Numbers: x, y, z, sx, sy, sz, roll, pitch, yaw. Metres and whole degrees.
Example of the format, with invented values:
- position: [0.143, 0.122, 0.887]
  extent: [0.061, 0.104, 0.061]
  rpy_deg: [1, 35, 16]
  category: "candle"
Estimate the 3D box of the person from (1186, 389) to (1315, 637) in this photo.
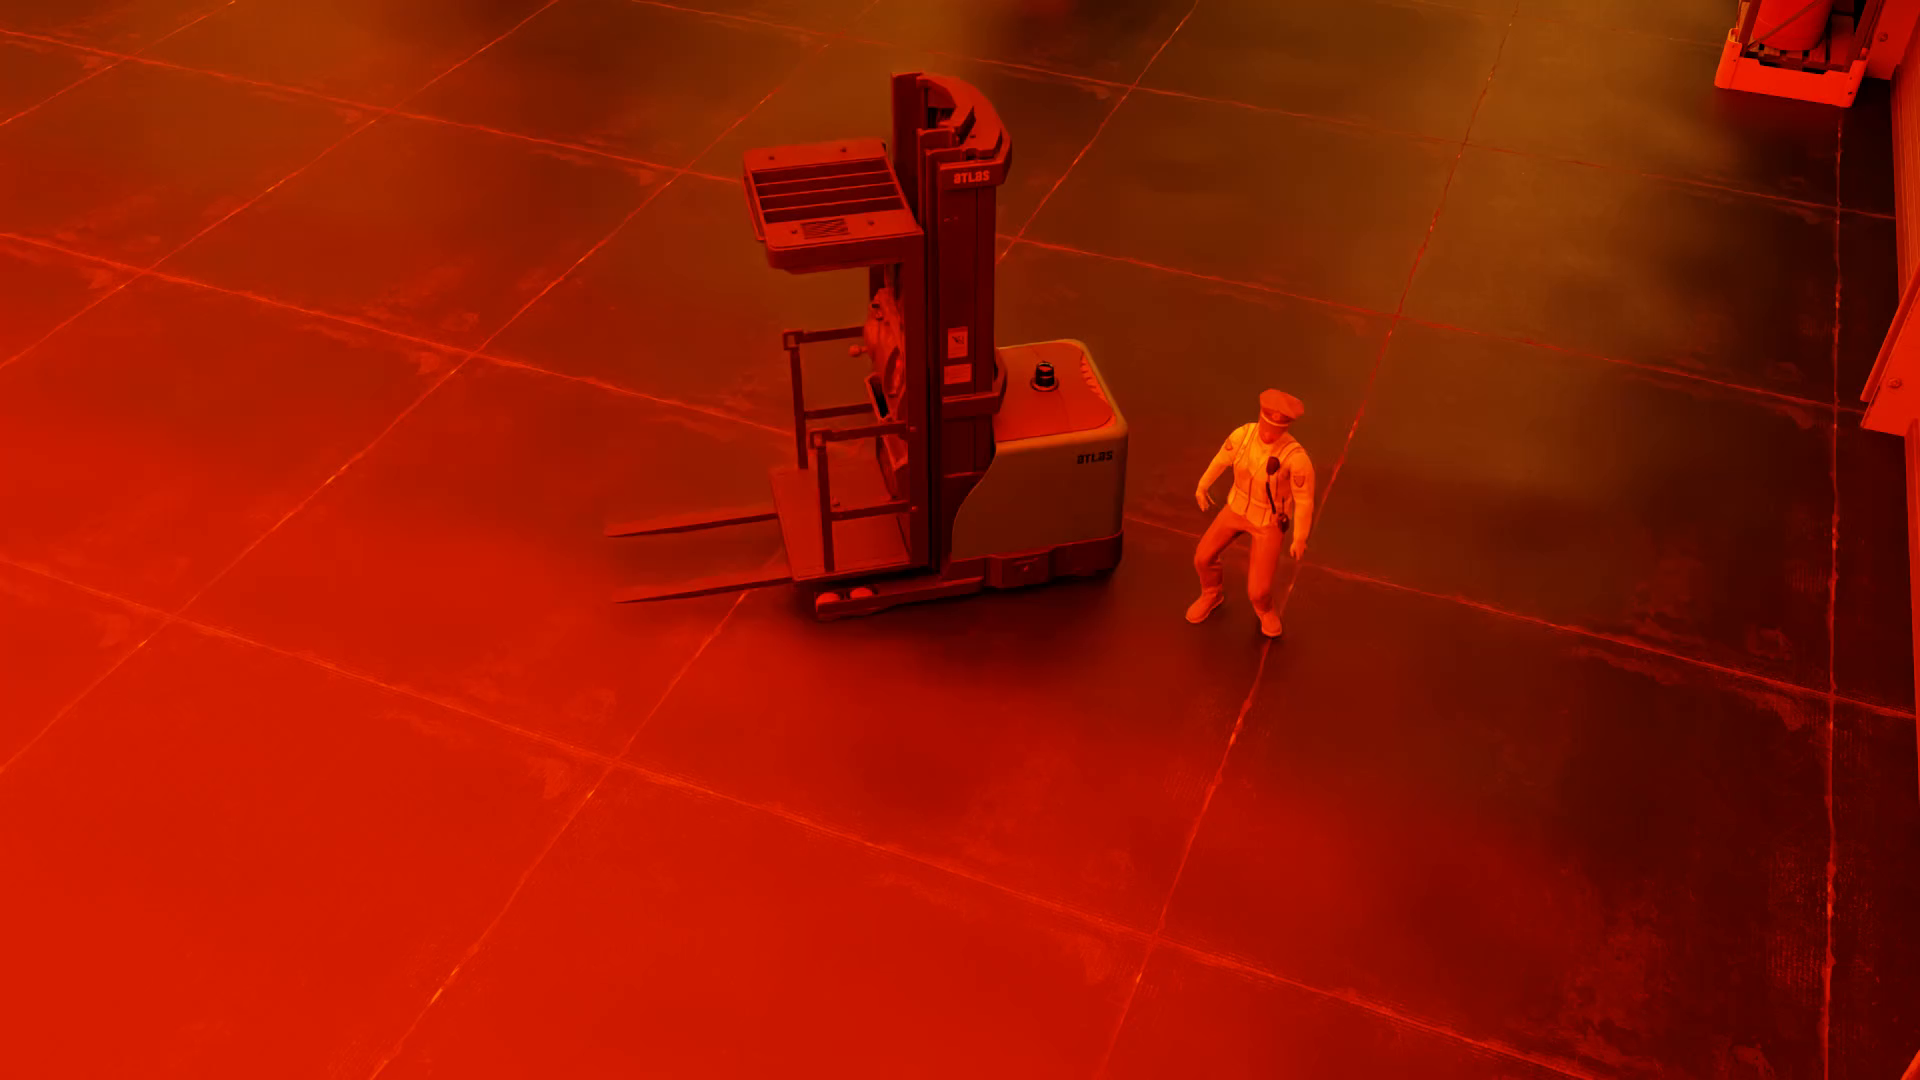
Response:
- position: [1.600, -0.138, 9.221]
  extent: [0.397, 1.620, 0.716]
  rpy_deg: [-31, 49, -31]
  category: "person"

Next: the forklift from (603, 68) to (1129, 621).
- position: [-0.600, -1.025, 9.231]
  extent: [3.031, 2.935, 1.130]
  rpy_deg: [-8, 41, -10]
  category: "forklift"
